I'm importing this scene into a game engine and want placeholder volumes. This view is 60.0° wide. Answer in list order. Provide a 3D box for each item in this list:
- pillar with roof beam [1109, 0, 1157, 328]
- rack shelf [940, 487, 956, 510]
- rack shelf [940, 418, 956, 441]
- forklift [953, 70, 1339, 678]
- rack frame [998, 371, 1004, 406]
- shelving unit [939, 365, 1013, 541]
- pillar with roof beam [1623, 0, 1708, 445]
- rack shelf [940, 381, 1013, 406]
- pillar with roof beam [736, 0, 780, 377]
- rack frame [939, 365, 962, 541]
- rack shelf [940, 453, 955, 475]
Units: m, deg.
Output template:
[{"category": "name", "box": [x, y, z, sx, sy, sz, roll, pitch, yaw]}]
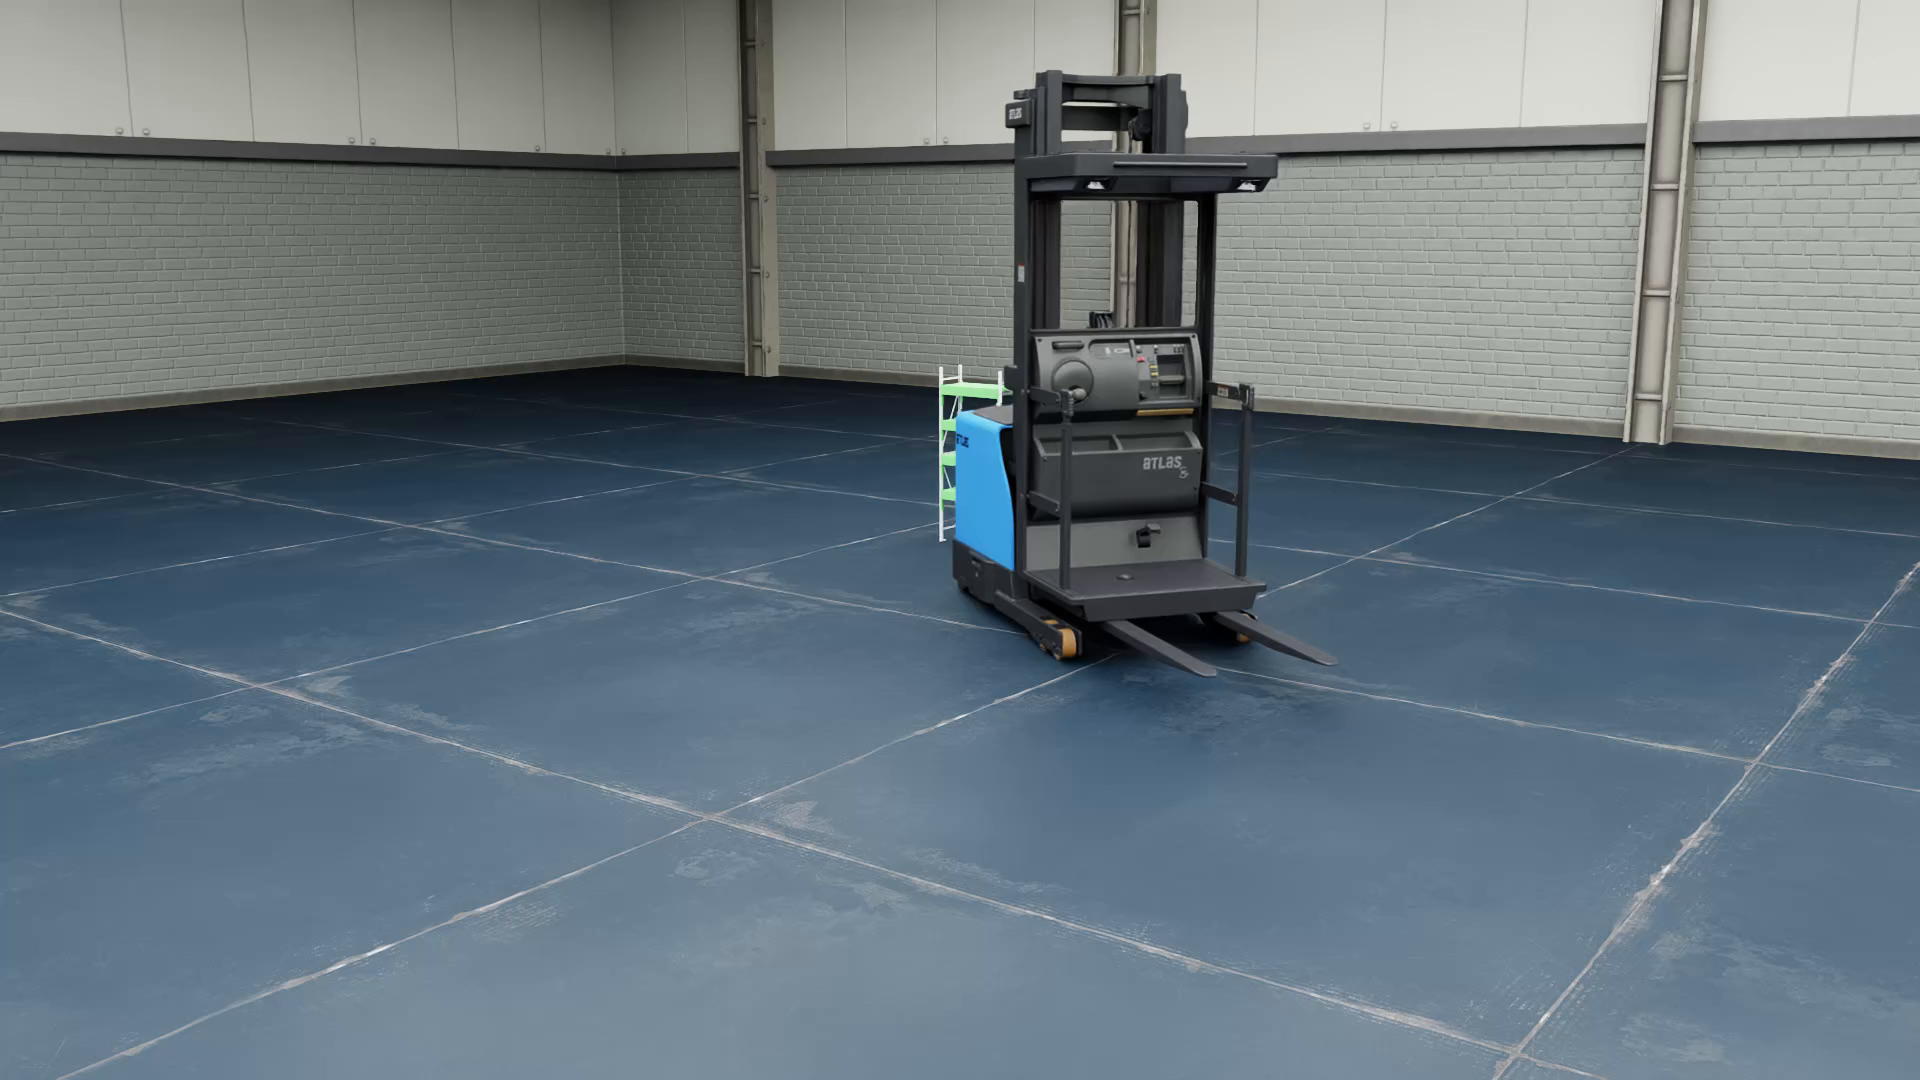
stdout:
[{"category": "pillar with roof beam", "box": [-0.515, -5.418, 15.841, 0.400, 9.000, 9.100, 8, 13, 36]}, {"category": "rack shelf", "box": [0.133, -0.272, 11.377, 0.480, 0.148, 0.258, 8, 13, 36]}, {"category": "rack shelf", "box": [0.133, -0.743, 11.286, 0.480, 0.148, 0.258, 8, 13, 36]}, {"category": "forklift", "box": [0.909, -0.917, 8.550, 1.130, 2.935, 3.031, -4, 12, -18]}, {"category": "rack frame", "box": [0.330, -0.543, 11.178, 0.015, 1.200, 0.240, 8, 13, 36]}, {"category": "shelving unit", "box": [0.133, -0.570, 11.320, 0.503, 1.200, 0.258, 8, 13, 36]}, {"category": "pillar with roof beam", "box": [4.321, -4.743, 12.354, 0.400, 9.000, 9.100, 8, 13, 36]}, {"category": "rack shelf", "box": [0.133, -0.979, 11.240, 0.480, 0.148, 0.258, 8, 13, 36]}, {"category": "pillar with roof beam", "box": [-5.351, -6.092, 19.328, 0.400, 9.000, 9.100, 8, 13, 36]}, {"category": "rack frame", "box": [-0.063, -0.598, 11.461, 0.015, 1.200, 0.240, 8, 13, 36]}, {"category": "rack shelf", "box": [0.133, -0.508, 11.332, 0.480, 0.148, 0.258, 8, 13, 36]}]
